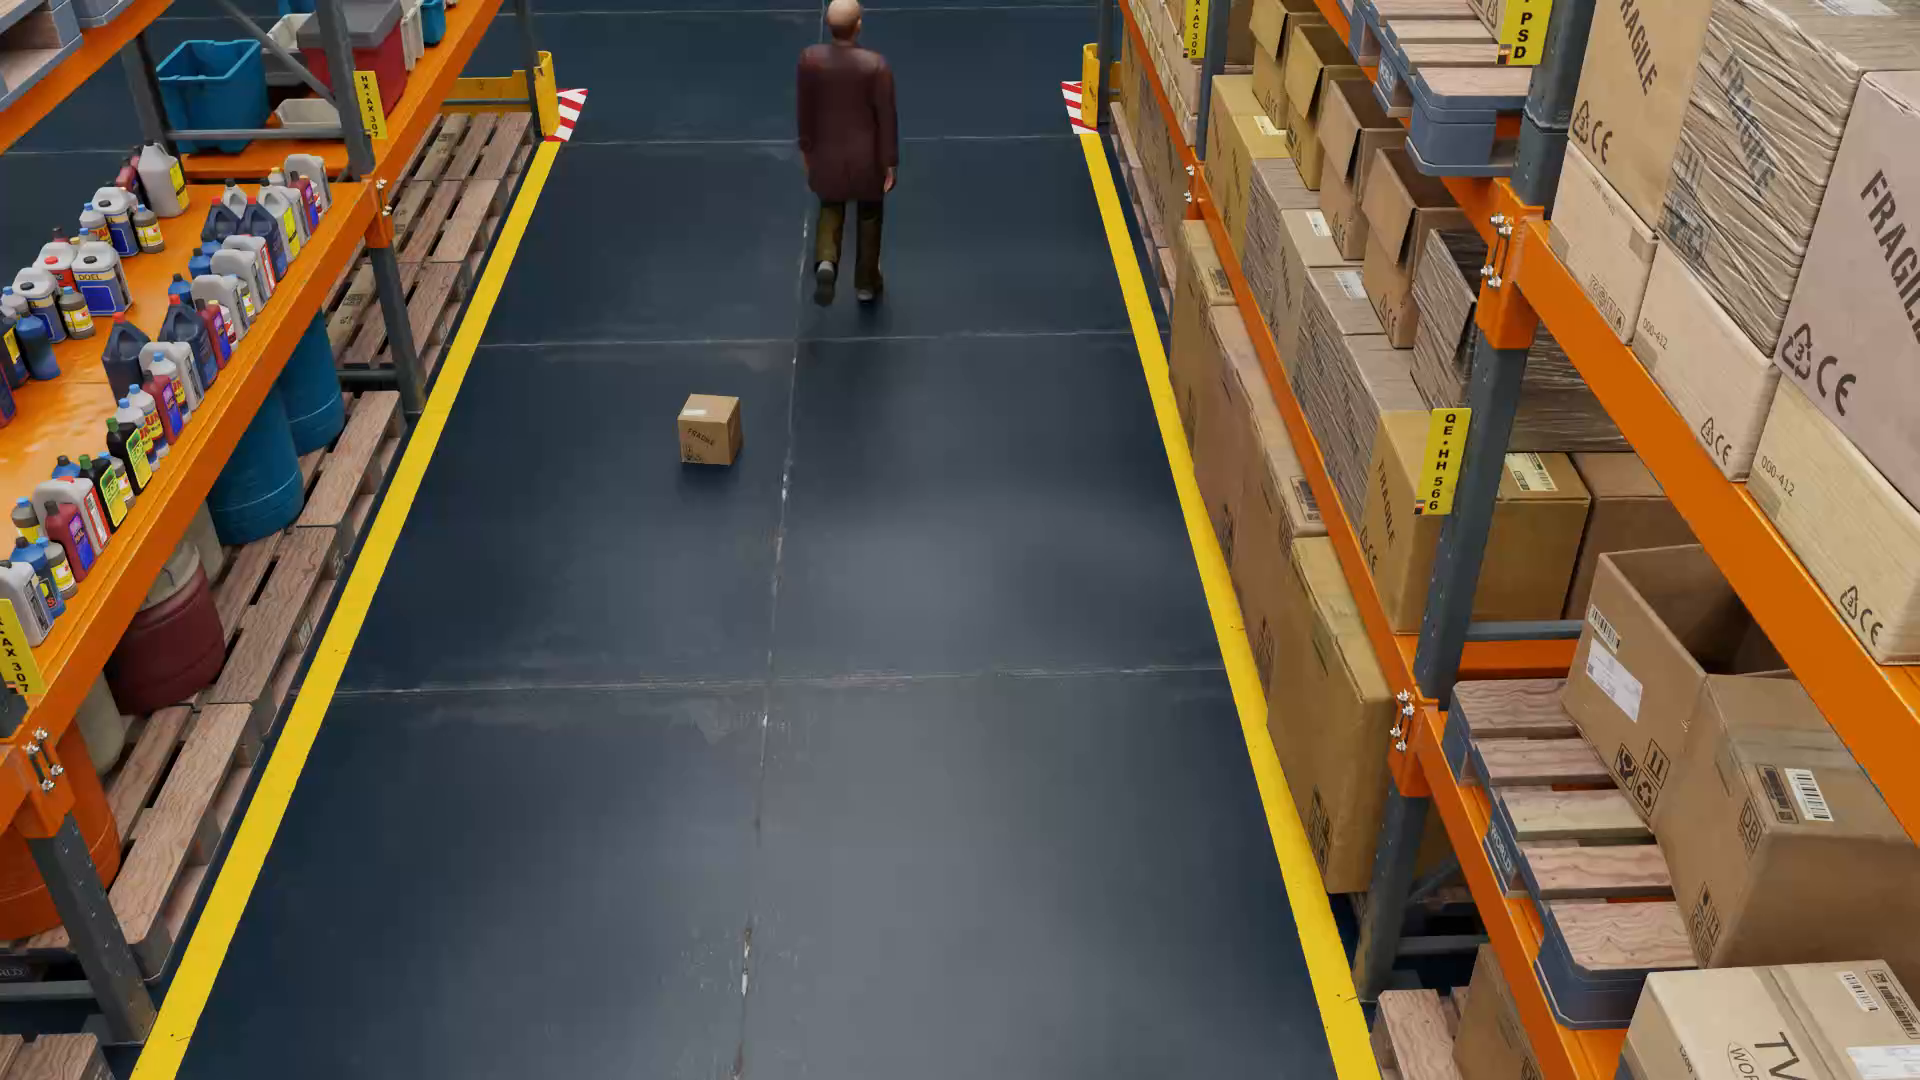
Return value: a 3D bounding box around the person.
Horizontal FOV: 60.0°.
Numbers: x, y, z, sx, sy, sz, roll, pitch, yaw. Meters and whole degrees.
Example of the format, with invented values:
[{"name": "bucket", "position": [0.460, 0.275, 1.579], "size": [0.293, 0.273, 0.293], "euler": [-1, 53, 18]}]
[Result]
[{"name": "person", "position": [-0.619, -2.116, 9.163], "size": [0.588, 1.761, 0.724], "euler": [5, 35, 7]}]
